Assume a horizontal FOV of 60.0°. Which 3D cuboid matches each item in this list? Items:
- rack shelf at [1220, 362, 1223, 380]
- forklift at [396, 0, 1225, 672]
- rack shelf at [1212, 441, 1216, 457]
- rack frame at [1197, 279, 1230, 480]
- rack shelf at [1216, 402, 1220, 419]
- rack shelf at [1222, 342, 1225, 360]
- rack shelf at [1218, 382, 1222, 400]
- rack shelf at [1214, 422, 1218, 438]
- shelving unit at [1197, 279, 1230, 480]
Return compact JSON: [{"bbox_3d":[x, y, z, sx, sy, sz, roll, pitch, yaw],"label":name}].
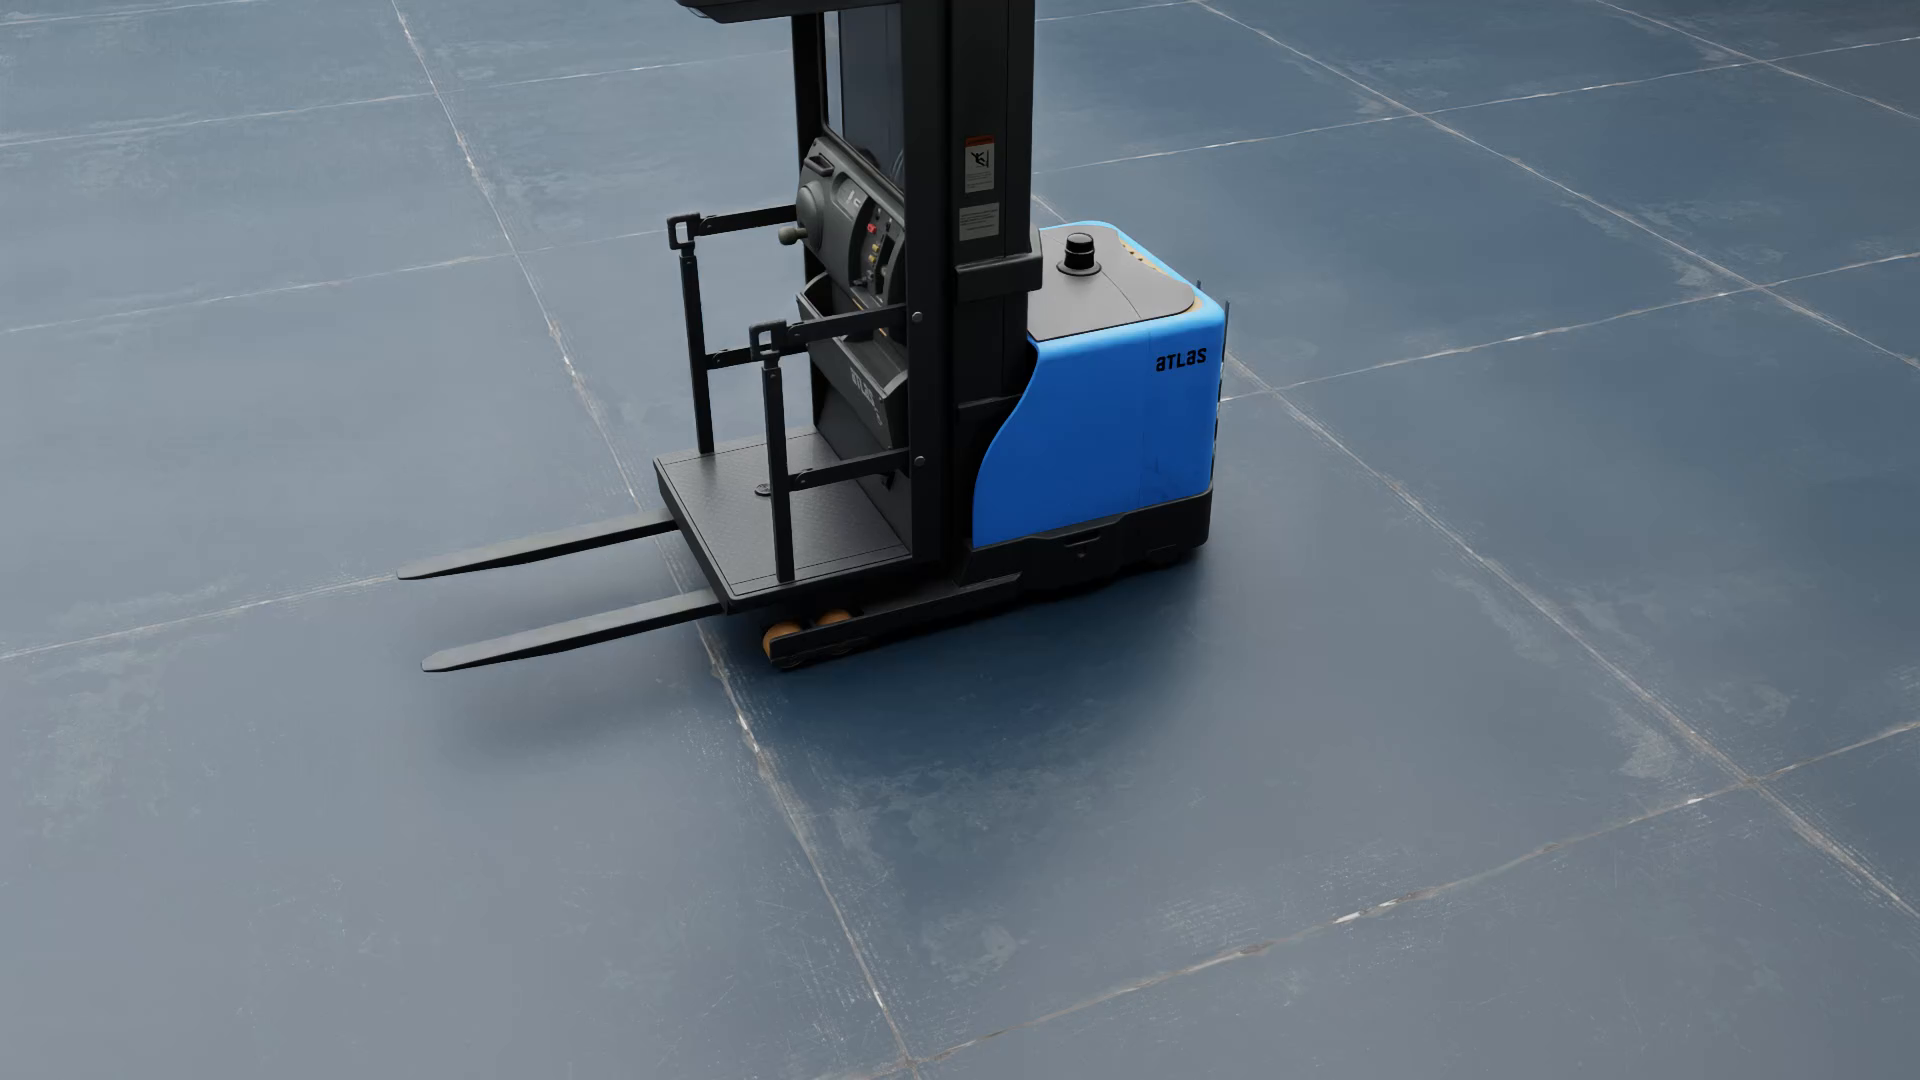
[{"bbox_3d":[0.917,-0.718,6.760,0.200,0.077,0.258,-13,35,-20],"label":"rack shelf"},{"bbox_3d":[-0.571,-1.092,5.742,3.031,2.935,1.130,-13,35,-20],"label":"forklift"},{"bbox_3d":[0.917,-0.417,6.956,0.200,0.077,0.258,-13,35,-20],"label":"rack shelf"},{"bbox_3d":[1.010,-0.618,6.874,0.006,0.900,0.240,-13,35,-20],"label":"rack frame"},{"bbox_3d":[0.917,-0.567,6.858,0.200,0.077,0.258,-13,35,-20],"label":"rack shelf"},{"bbox_3d":[0.917,-0.794,6.711,0.200,0.077,0.258,-13,35,-20],"label":"rack shelf"},{"bbox_3d":[0.917,-0.643,6.809,0.200,0.077,0.258,-13,35,-20],"label":"rack shelf"},{"bbox_3d":[0.917,-0.492,6.907,0.200,0.077,0.258,-13,35,-20],"label":"rack shelf"},{"bbox_3d":[0.917,-0.595,6.840,0.210,0.900,0.258,-13,35,-20],"label":"shelving unit"}]
